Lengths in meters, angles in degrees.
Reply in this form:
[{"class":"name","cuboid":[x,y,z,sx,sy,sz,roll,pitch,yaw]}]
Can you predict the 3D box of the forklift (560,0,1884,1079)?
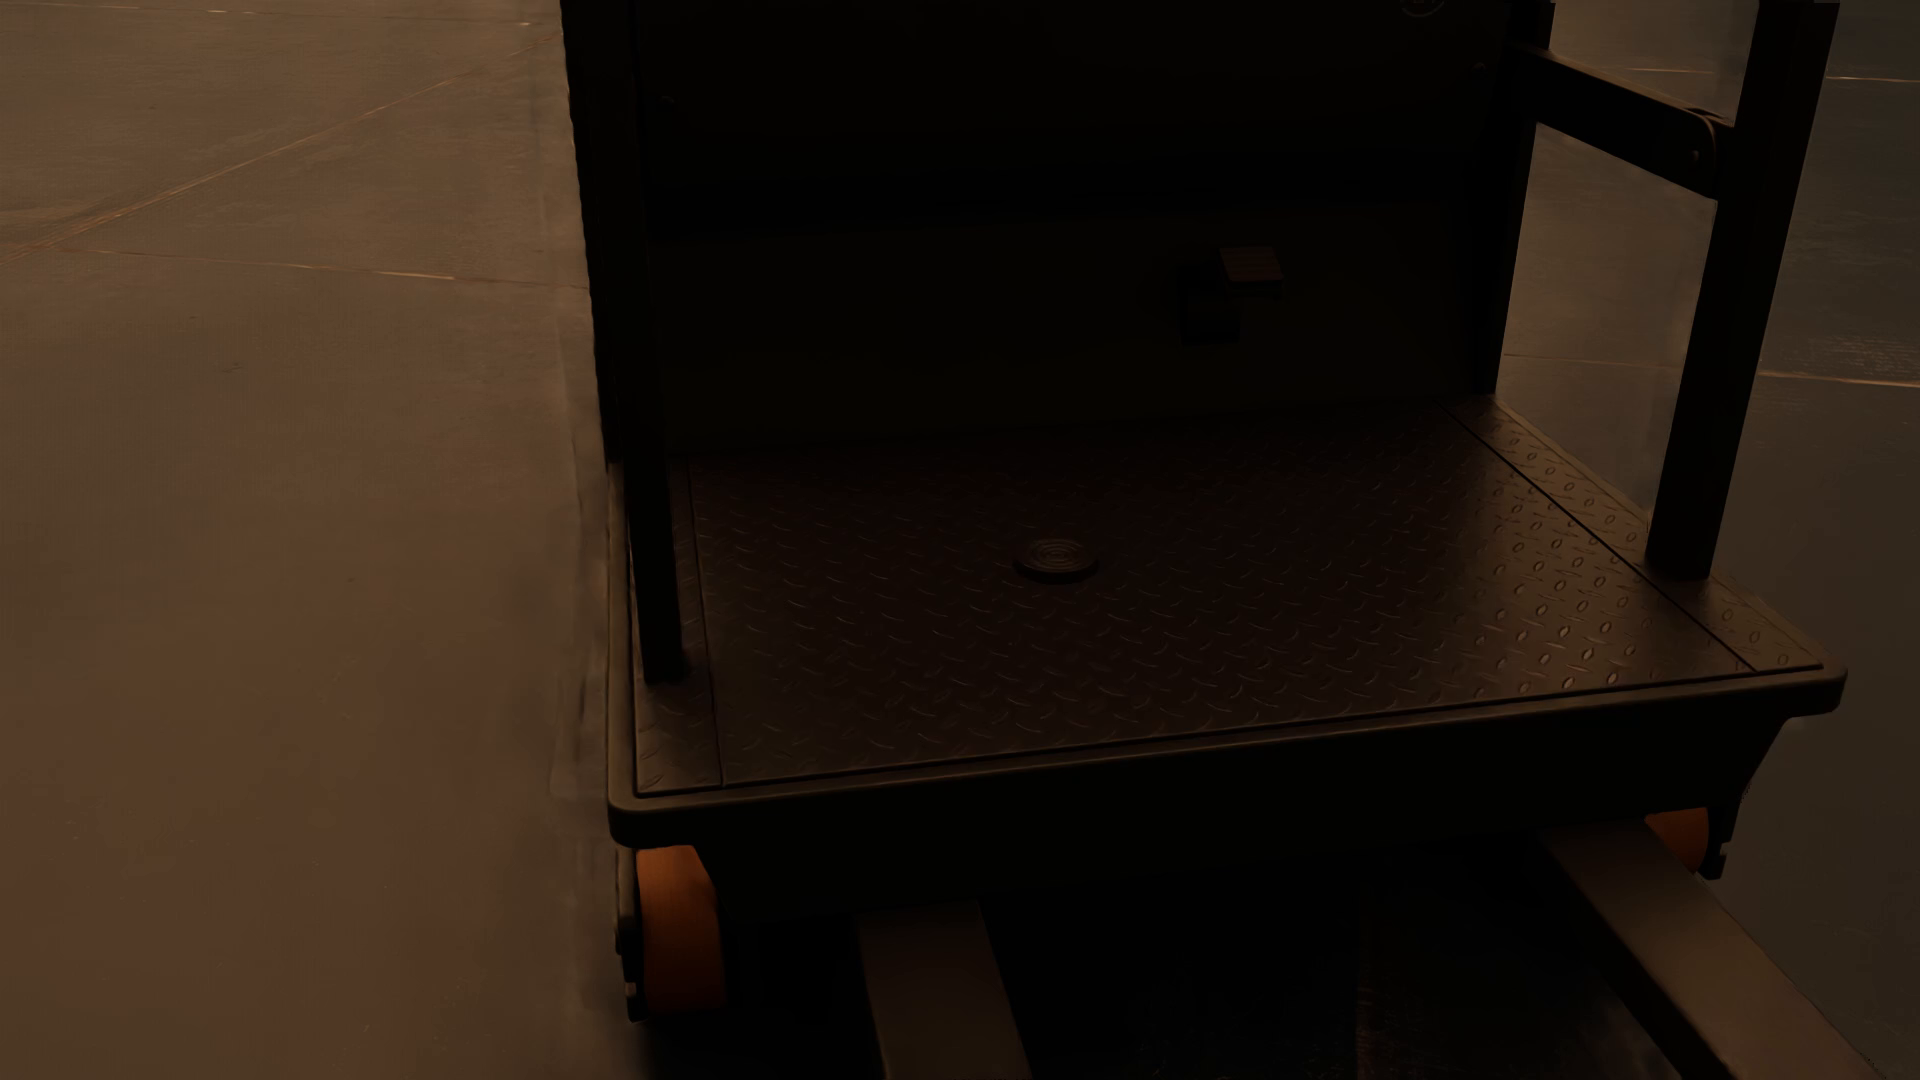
[{"class":"forklift","cuboid":[0.171,-1.034,1.295,1.130,2.935,3.031,-5,27,-10]}]
